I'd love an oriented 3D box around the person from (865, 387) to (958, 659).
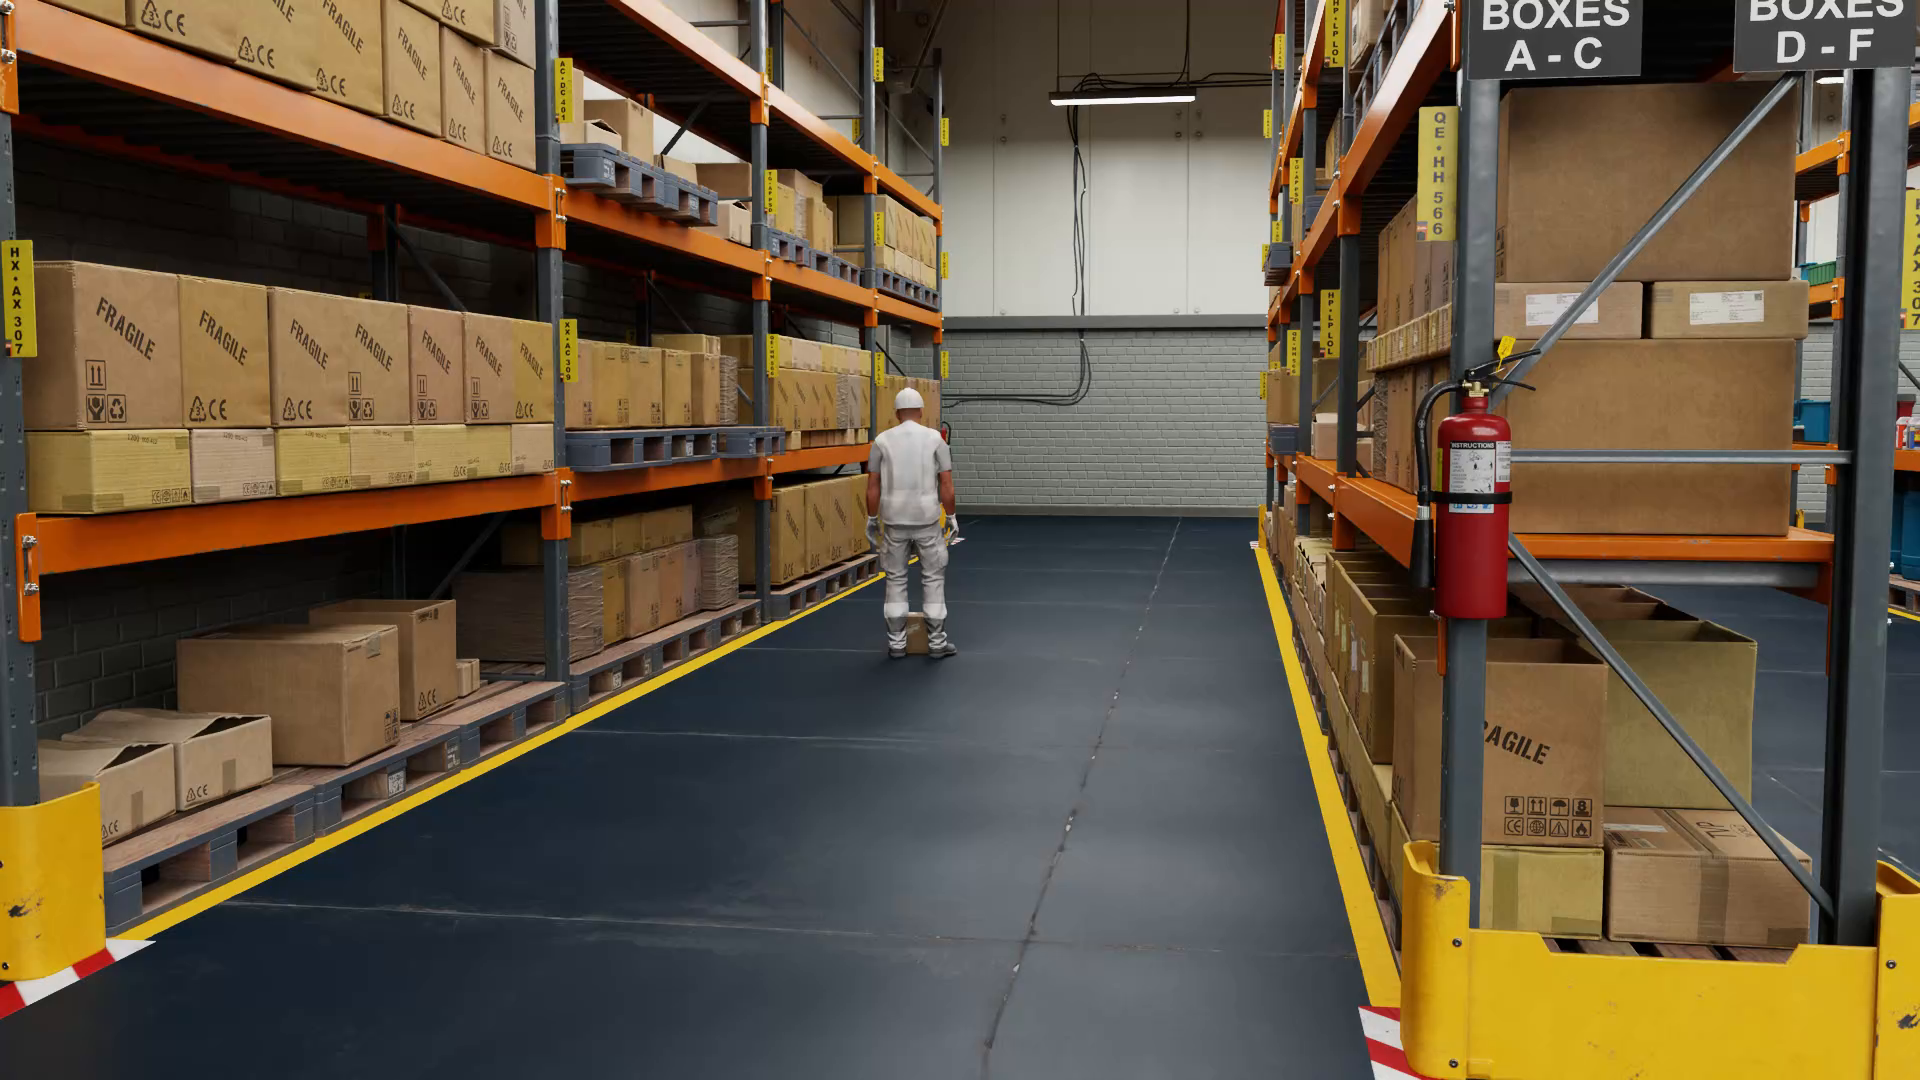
[{"bbox_3d":[-0.320,-0.116,10.986,0.618,1.779,0.451,0,4,5],"label":"person"}]
